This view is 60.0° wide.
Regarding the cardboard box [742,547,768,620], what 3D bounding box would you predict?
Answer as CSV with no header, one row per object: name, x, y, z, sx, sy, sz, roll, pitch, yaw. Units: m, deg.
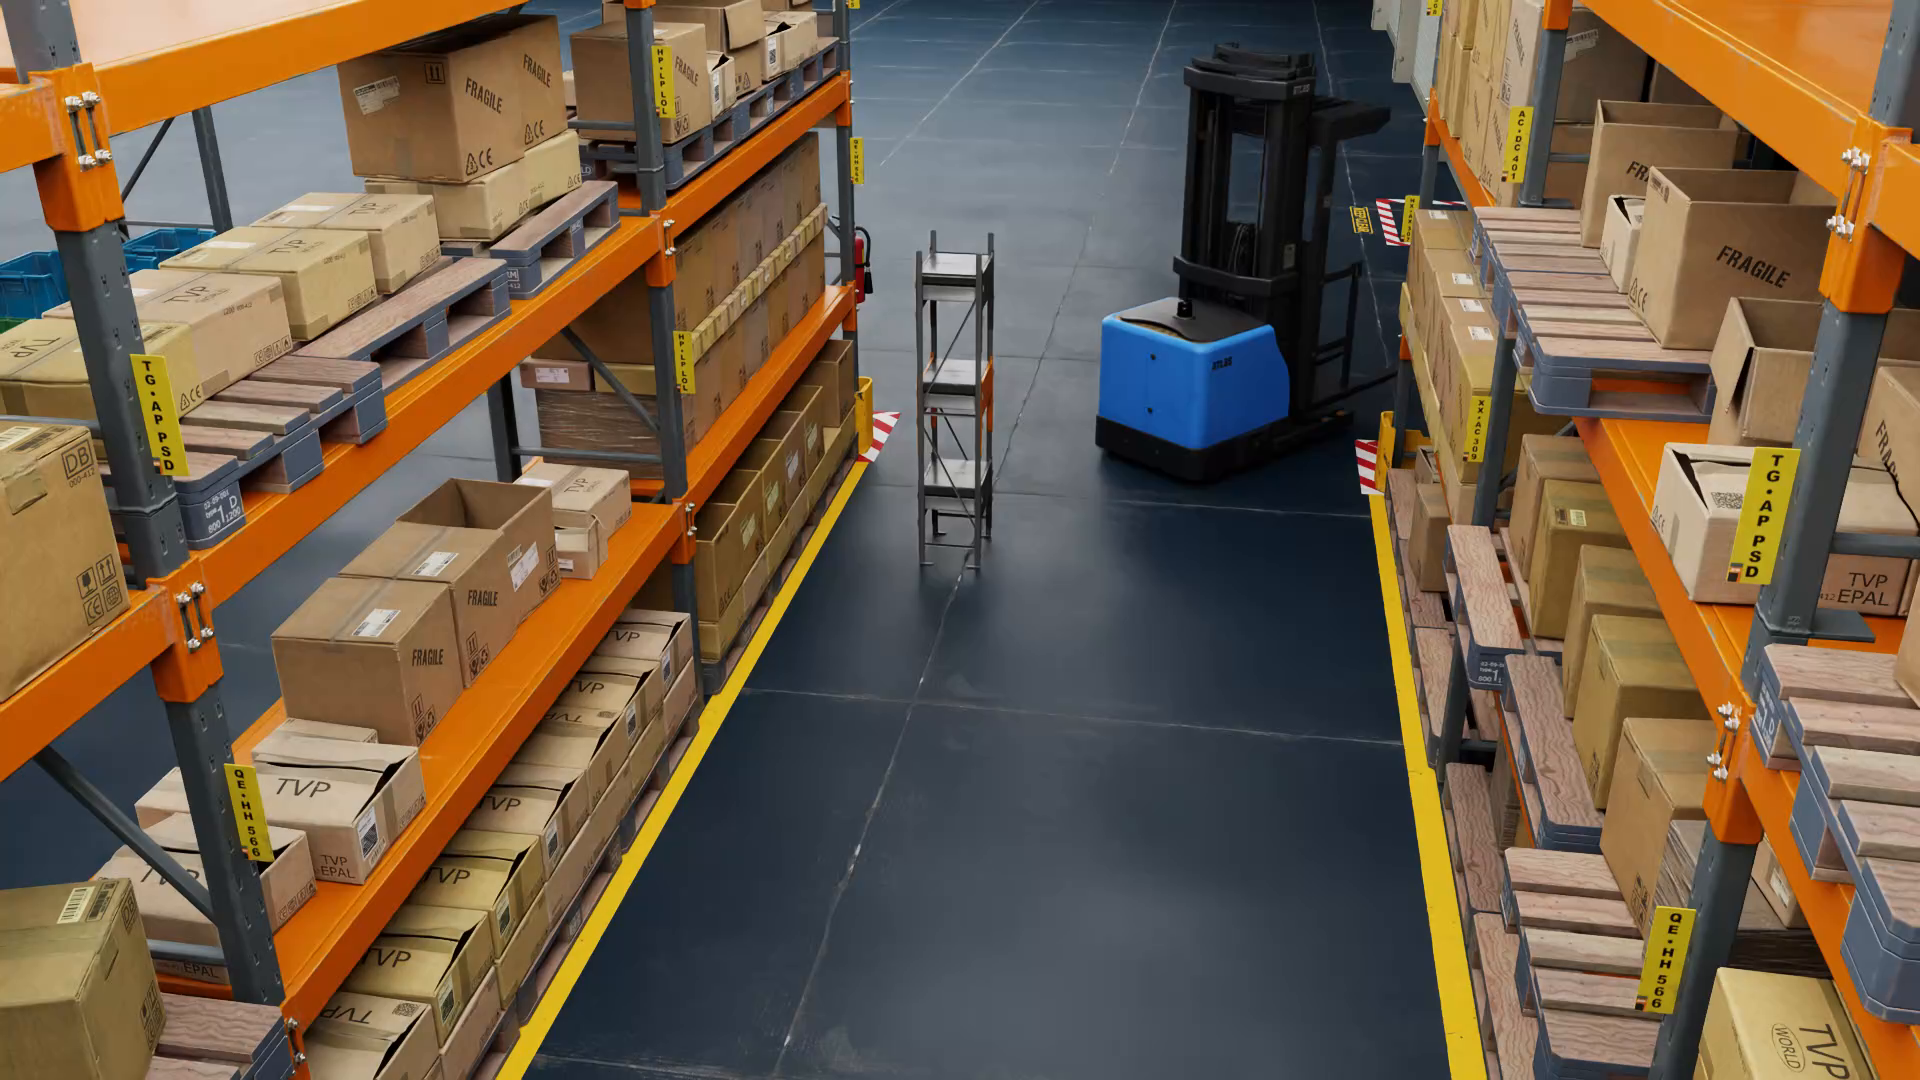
cardboard box,-1.461,0.239,9.949,0.500,0.250,0.500,4,25,9

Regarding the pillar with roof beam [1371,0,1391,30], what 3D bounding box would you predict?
pillar with roof beam,4.033,-14.466,31.540,9.100,9.000,0.400,4,25,9

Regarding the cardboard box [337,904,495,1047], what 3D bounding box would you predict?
cardboard box,-2.123,1.621,6.336,0.500,0.311,0.500,3,25,7

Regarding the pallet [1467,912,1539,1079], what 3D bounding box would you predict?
pallet,2.642,2.008,6.712,1.003,0.211,1.213,4,25,9

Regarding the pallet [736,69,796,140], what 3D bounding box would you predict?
pallet,-1.607,-2.620,9.875,1.003,0.211,1.213,4,25,9

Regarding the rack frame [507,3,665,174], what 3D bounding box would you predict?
rack frame,-1.923,-3.151,7.368,1.000,3.000,0.127,4,25,9

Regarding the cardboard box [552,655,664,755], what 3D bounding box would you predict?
cardboard box,-1.785,0.774,8.145,0.500,0.311,0.500,5,25,10

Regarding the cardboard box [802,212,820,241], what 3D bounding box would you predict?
cardboard box,-1.185,-2.164,11.451,0.380,0.149,0.250,5,25,10

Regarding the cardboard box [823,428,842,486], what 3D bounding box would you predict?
cardboard box,-1.135,-0.597,11.736,0.500,0.250,0.500,4,25,9

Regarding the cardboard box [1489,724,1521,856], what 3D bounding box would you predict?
cardboard box,2.861,1.149,7.686,0.700,0.500,0.500,5,26,10

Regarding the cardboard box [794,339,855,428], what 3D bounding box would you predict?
cardboard box,-1.063,-1.147,12.025,0.500,0.500,0.500,4,25,9

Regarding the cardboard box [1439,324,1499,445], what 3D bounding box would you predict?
cardboard box,2.813,-0.802,8.693,0.500,0.500,0.500,4,25,8

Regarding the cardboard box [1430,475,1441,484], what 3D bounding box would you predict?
cardboard box,3.324,-0.226,10.846,0.500,0.311,0.500,6,26,13

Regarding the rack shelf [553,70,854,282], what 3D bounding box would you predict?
rack shelf,-1.596,-2.304,9.943,1.077,0.370,4.000,4,25,9

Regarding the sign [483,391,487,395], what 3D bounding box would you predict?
sign,-2.470,-0.900,8.520,0.100,0.325,0.005,4,25,9

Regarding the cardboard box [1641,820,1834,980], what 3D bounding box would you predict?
cardboard box,2.378,1.138,4.643,0.700,0.500,0.500,1,25,2

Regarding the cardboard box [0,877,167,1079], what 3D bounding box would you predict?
cardboard box,-2.568,1.274,4.376,0.700,0.500,0.500,-4,25,-9

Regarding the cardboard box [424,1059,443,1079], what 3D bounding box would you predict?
cardboard box,-2.201,2.095,5.984,0.500,0.250,0.500,4,25,8

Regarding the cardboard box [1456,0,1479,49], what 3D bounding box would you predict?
cardboard box,3.112,-3.066,9.402,0.500,0.500,0.500,5,25,10

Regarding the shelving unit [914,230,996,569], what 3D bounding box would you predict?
shelving unit,-0.027,-0.882,10.657,0.431,2.100,0.503,4,25,9

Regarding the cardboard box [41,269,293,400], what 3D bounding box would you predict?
cardboard box,-2.490,-0.656,5.257,0.500,0.250,0.500,5,25,10

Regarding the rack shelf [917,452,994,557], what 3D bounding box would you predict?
rack shelf,-0.027,-0.235,10.960,0.431,0.518,0.480,4,25,9

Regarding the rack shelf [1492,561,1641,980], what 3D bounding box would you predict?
rack shelf,2.638,1.070,6.275,1.077,0.370,4.000,4,25,9

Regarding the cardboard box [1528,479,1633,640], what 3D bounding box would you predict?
cardboard box,2.750,0.106,6.847,0.700,0.500,0.500,7,26,14

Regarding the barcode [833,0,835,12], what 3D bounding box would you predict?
barcode,-0.842,-3.569,11.114,0.001,0.075,0.075,4,25,9

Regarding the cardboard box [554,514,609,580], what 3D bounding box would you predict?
cardboard box,-1.885,0.007,7.855,0.396,0.266,0.258,3,25,7

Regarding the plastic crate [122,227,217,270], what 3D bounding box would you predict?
plastic crate,-5.942,-2.155,12.490,0.499,0.251,0.616,4,25,9

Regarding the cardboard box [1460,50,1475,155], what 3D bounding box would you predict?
cardboard box,3.047,-2.391,9.140,0.500,0.500,0.500,6,26,12

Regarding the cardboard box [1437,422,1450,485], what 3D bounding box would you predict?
cardboard box,2.833,-0.461,8.849,0.500,0.250,0.500,4,25,9

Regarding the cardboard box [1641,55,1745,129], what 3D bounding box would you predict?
cardboard box,3.327,-2.144,7.432,0.500,0.500,0.500,5,25,10

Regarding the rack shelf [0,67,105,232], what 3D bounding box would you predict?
rack shelf,-2.903,-0.135,2.244,1.077,0.370,4.000,4,25,9

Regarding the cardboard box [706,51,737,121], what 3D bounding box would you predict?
cardboard box,-1.492,-2.424,8.797,0.500,0.311,0.500,3,25,6

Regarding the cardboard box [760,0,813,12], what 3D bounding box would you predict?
cardboard box,-1.367,-3.526,10.924,0.797,0.503,0.637,6,26,12

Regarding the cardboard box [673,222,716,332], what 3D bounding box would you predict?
cardboard box,-1.775,-1.465,9.193,0.700,0.500,0.500,4,25,8

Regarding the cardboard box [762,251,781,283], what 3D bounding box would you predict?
cardboard box,-1.353,-1.732,10.528,0.380,0.149,0.250,5,25,10

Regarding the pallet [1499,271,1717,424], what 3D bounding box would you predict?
pallet,2.593,-0.681,5.851,1.213,0.211,1.003,4,25,9

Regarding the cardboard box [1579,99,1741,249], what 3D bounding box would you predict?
cardboard box,2.797,-1.464,6.687,0.500,0.500,0.500,8,26,16

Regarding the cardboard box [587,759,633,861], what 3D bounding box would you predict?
cardboard box,-1.872,1.240,7.811,0.500,0.250,0.500,5,25,10

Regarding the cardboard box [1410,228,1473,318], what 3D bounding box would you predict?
cardboard box,3.154,-1.662,10.530,0.500,0.500,0.500,4,25,9

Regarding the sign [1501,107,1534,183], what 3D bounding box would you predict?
sign,2.429,-1.720,7.238,0.100,0.325,0.005,4,25,9

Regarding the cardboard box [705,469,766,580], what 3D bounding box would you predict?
cardboard box,-1.464,-0.101,9.791,0.500,0.500,0.500,4,25,9

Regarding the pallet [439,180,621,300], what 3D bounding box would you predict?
pallet,-2.054,-1.336,7.254,0.805,0.209,1.217,3,25,6

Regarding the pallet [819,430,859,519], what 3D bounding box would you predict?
pallet,-1.352,-0.522,12.115,1.003,0.211,1.213,4,25,9

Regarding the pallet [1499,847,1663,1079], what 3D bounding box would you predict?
pallet,2.323,1.362,5.029,1.213,0.211,1.003,4,25,9

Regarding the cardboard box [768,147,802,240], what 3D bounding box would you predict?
cardboard box,-1.447,-2.303,10.984,0.700,0.500,0.500,3,25,7

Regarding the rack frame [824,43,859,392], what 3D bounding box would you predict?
rack frame,-1.269,-2.107,12.214,1.000,3.000,0.127,4,25,9

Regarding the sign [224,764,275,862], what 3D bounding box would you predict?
sign,-2.039,0.784,4.765,0.100,0.325,0.005,4,25,9

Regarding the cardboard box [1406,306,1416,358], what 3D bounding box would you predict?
cardboard box,3.155,-1.307,10.656,0.500,0.250,0.500,3,25,7

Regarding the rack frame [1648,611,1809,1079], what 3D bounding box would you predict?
rack frame,2.311,1.580,4.336,1.000,3.000,0.127,4,25,9

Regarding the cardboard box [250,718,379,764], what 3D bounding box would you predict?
cardboard box,-2.423,0.815,6.267,0.380,0.149,0.250,6,26,12

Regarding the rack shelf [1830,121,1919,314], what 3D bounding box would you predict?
rack shelf,1.985,0.207,1.514,1.077,0.370,4.000,4,25,9

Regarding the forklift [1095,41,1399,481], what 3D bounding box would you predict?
forklift,2.459,-2.267,12.636,3.031,2.935,1.130,-21,32,-38

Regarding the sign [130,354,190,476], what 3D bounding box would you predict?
sign,-2.041,-0.316,4.238,0.100,0.325,0.005,4,25,9

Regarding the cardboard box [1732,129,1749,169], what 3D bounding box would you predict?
cardboard box,3.294,-1.693,7.649,0.500,0.500,0.500,5,26,10

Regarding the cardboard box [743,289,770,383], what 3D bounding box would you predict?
cardboard box,-1.608,-1.311,10.394,0.700,0.500,0.500,5,26,10

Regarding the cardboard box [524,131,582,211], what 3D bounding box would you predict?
cardboard box,-2.033,-1.658,7.397,0.500,0.250,0.500,7,26,14

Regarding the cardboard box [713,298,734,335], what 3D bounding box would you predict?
cardboard box,-1.522,-1.300,9.605,0.380,0.149,0.250,3,25,7

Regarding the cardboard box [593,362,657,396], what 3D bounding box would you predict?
cardboard box,-1.688,-0.872,8.692,0.380,0.149,0.250,4,25,8
